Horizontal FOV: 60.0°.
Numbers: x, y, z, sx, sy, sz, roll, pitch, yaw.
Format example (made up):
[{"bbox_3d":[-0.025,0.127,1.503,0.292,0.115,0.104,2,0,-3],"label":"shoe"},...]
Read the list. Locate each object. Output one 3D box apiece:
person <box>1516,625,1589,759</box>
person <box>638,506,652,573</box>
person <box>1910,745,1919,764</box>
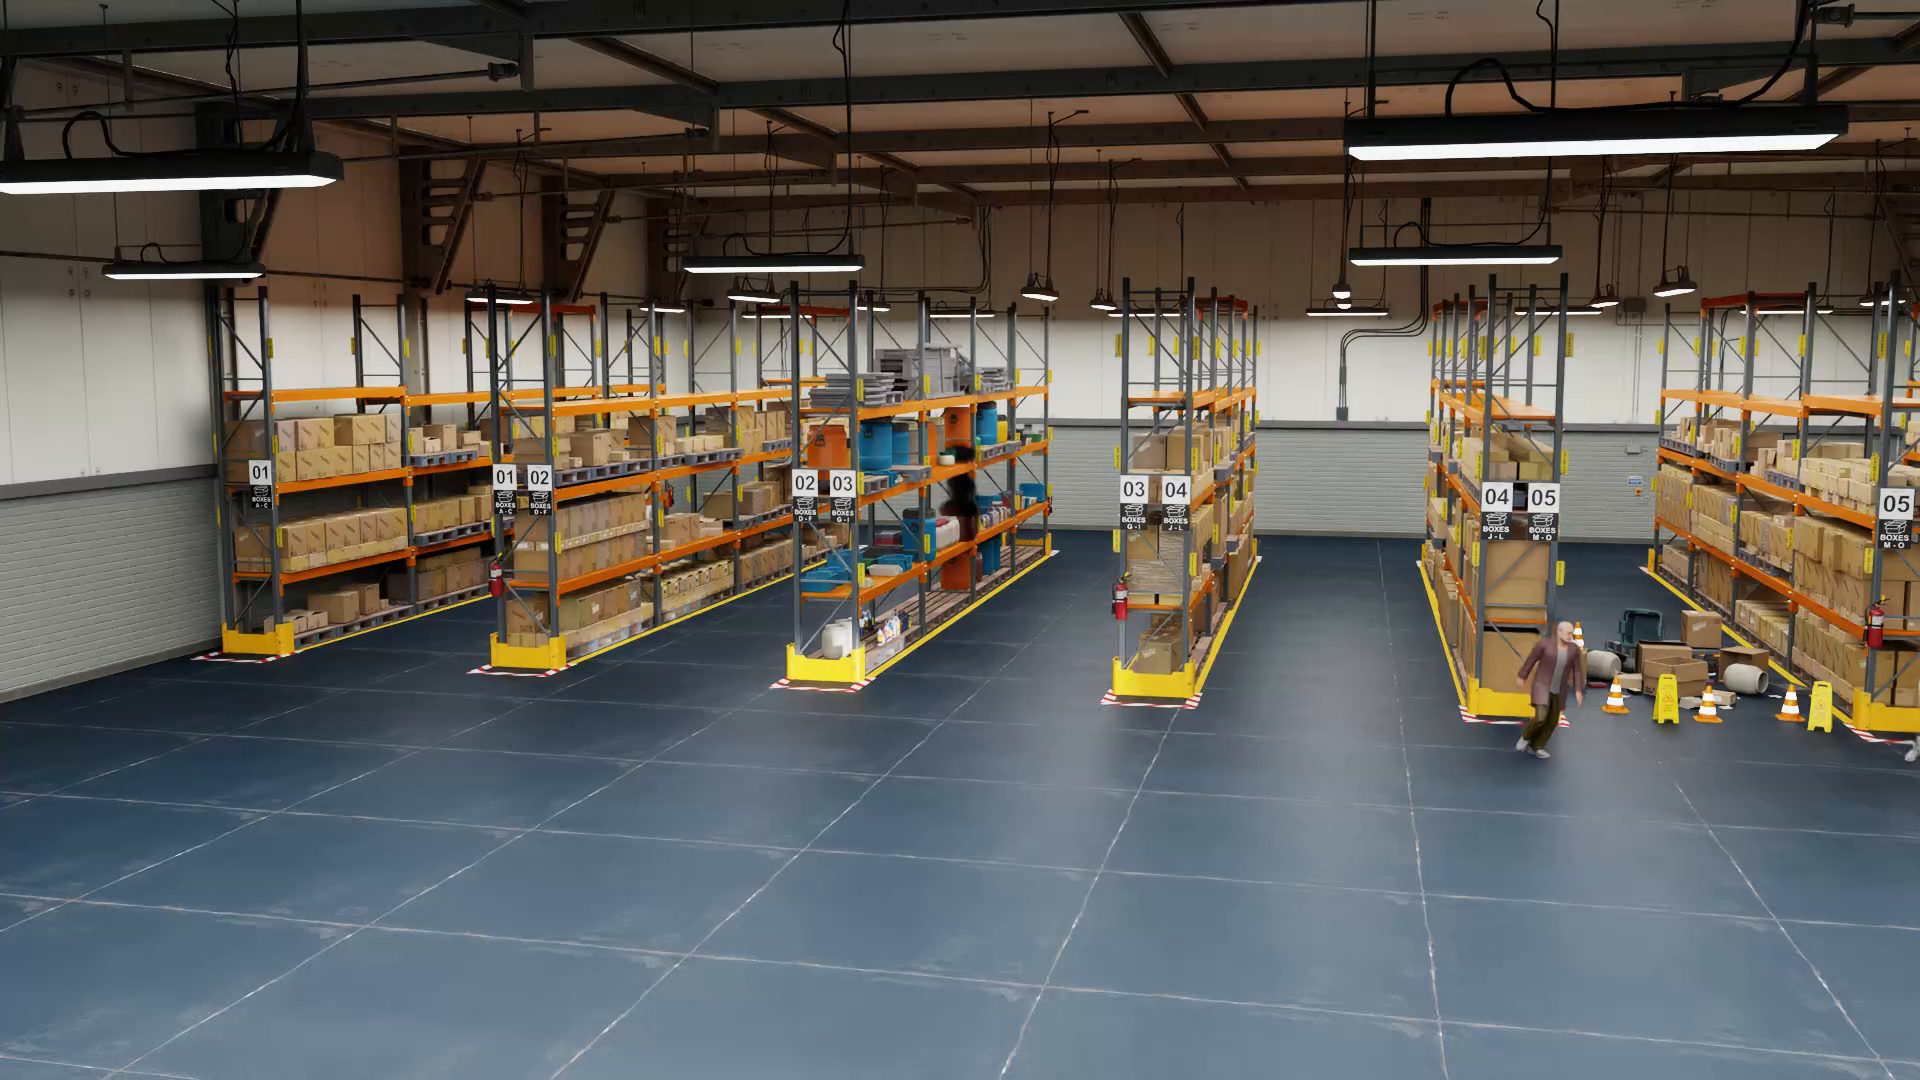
[{"bbox_3d":[7.218,1.838,20.226,0.710,1.699,0.658,-1,7,-9],"label":"person"},{"bbox_3d":[-7.189,-0.174,37.581,0.648,1.752,0.783,0,7,-2],"label":"person"},{"bbox_3d":[11.727,1.950,19.752,0.635,1.602,0.735,0,7,-2],"label":"person"}]
